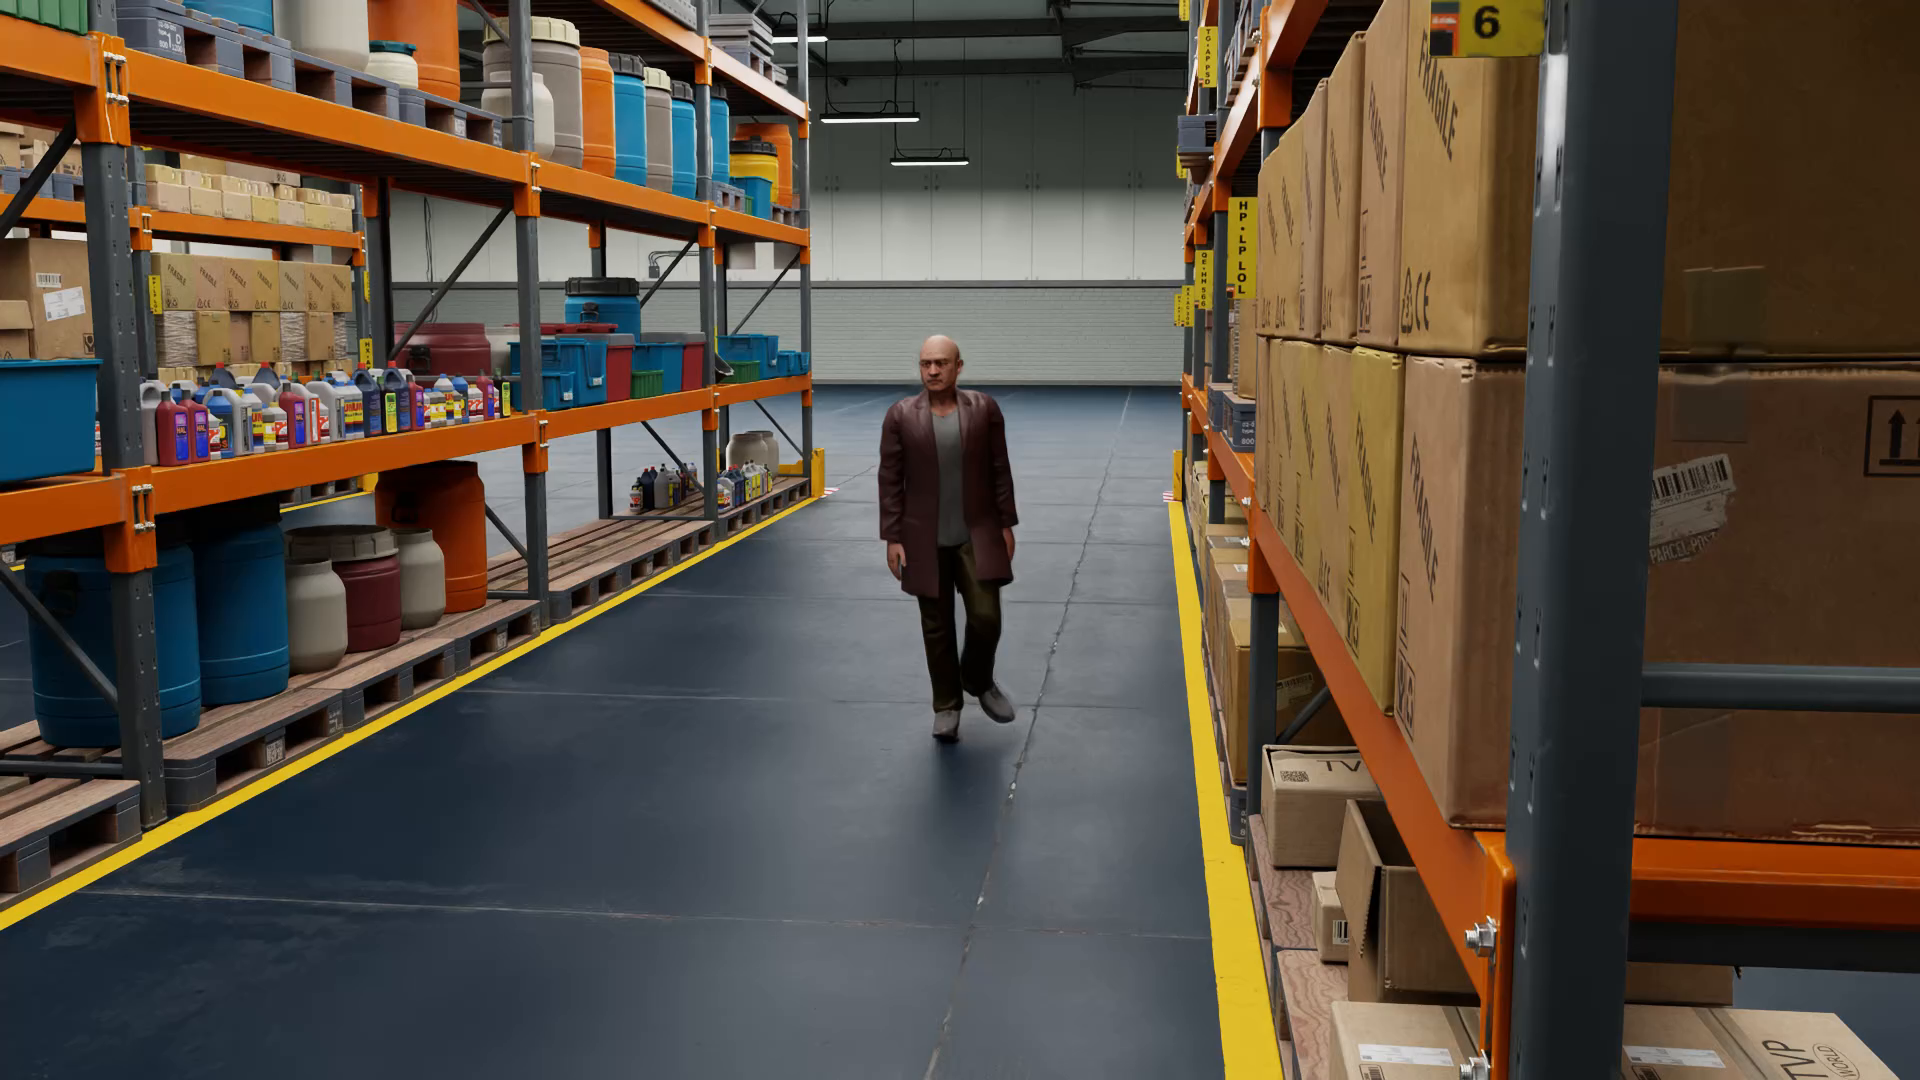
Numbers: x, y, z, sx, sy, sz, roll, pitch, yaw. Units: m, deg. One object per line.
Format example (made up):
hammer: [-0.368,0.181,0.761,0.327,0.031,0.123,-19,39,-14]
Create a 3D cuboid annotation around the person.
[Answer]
person: [-0.051,-0.010,7.281,0.618,1.765,0.525,0,7,0]
